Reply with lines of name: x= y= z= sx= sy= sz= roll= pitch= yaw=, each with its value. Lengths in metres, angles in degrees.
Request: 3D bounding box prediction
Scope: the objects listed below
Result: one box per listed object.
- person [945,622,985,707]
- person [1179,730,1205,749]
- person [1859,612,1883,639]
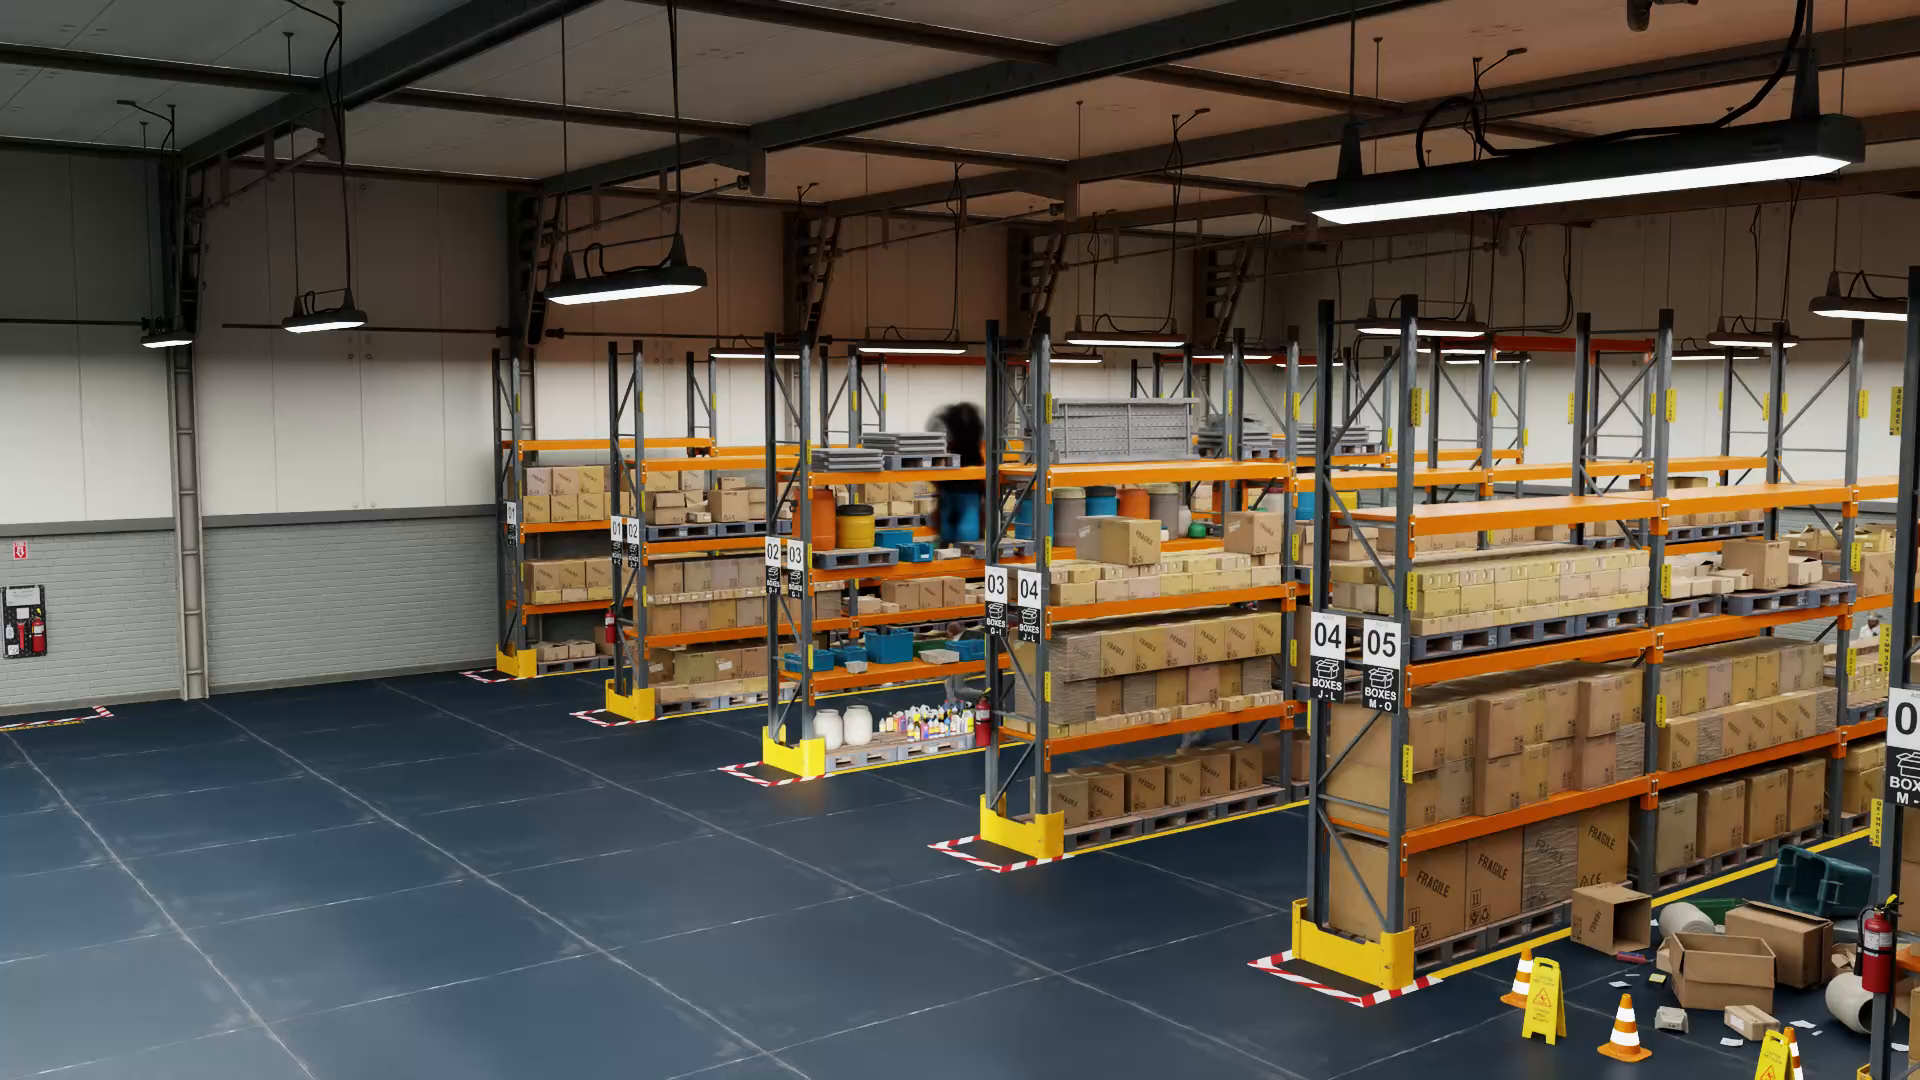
person: x=0.039 y=2.068 z=26.616 sx=0.822 sy=1.547 sz=0.595 roll=0 pitch=5 yaw=2
person: x=3.359 y=2.189 z=24.348 sx=0.811 sy=1.739 sz=0.584 roll=-4 pitch=7 yaw=-41
person: x=15.014 y=1.955 z=27.347 sx=0.618 sy=1.618 sz=0.681 roll=-3 pitch=6 yaw=-28
